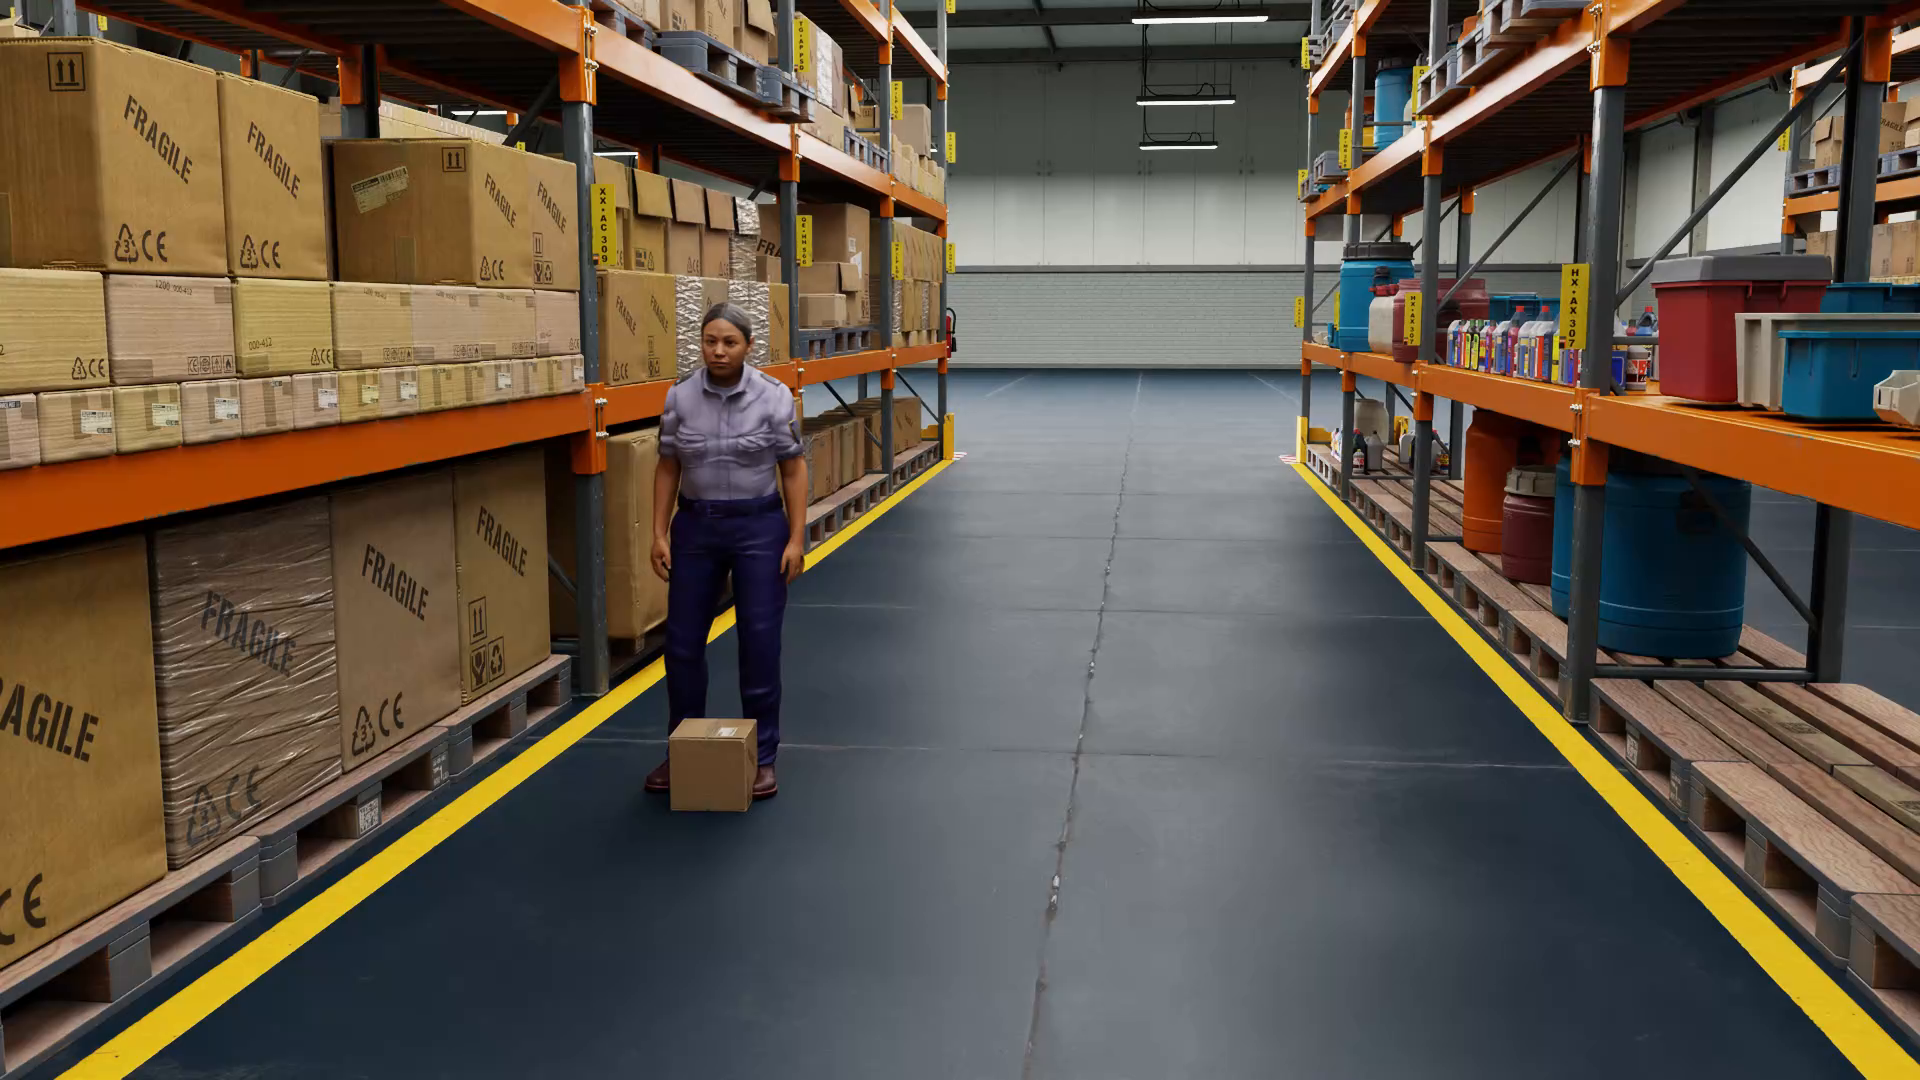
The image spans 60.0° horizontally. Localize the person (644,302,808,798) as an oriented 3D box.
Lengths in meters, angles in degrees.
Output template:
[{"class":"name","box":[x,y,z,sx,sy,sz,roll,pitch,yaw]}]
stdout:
[{"class":"person","box":[-0.797,0.024,5.648,0.552,1.652,0.415,1,8,5]}]
